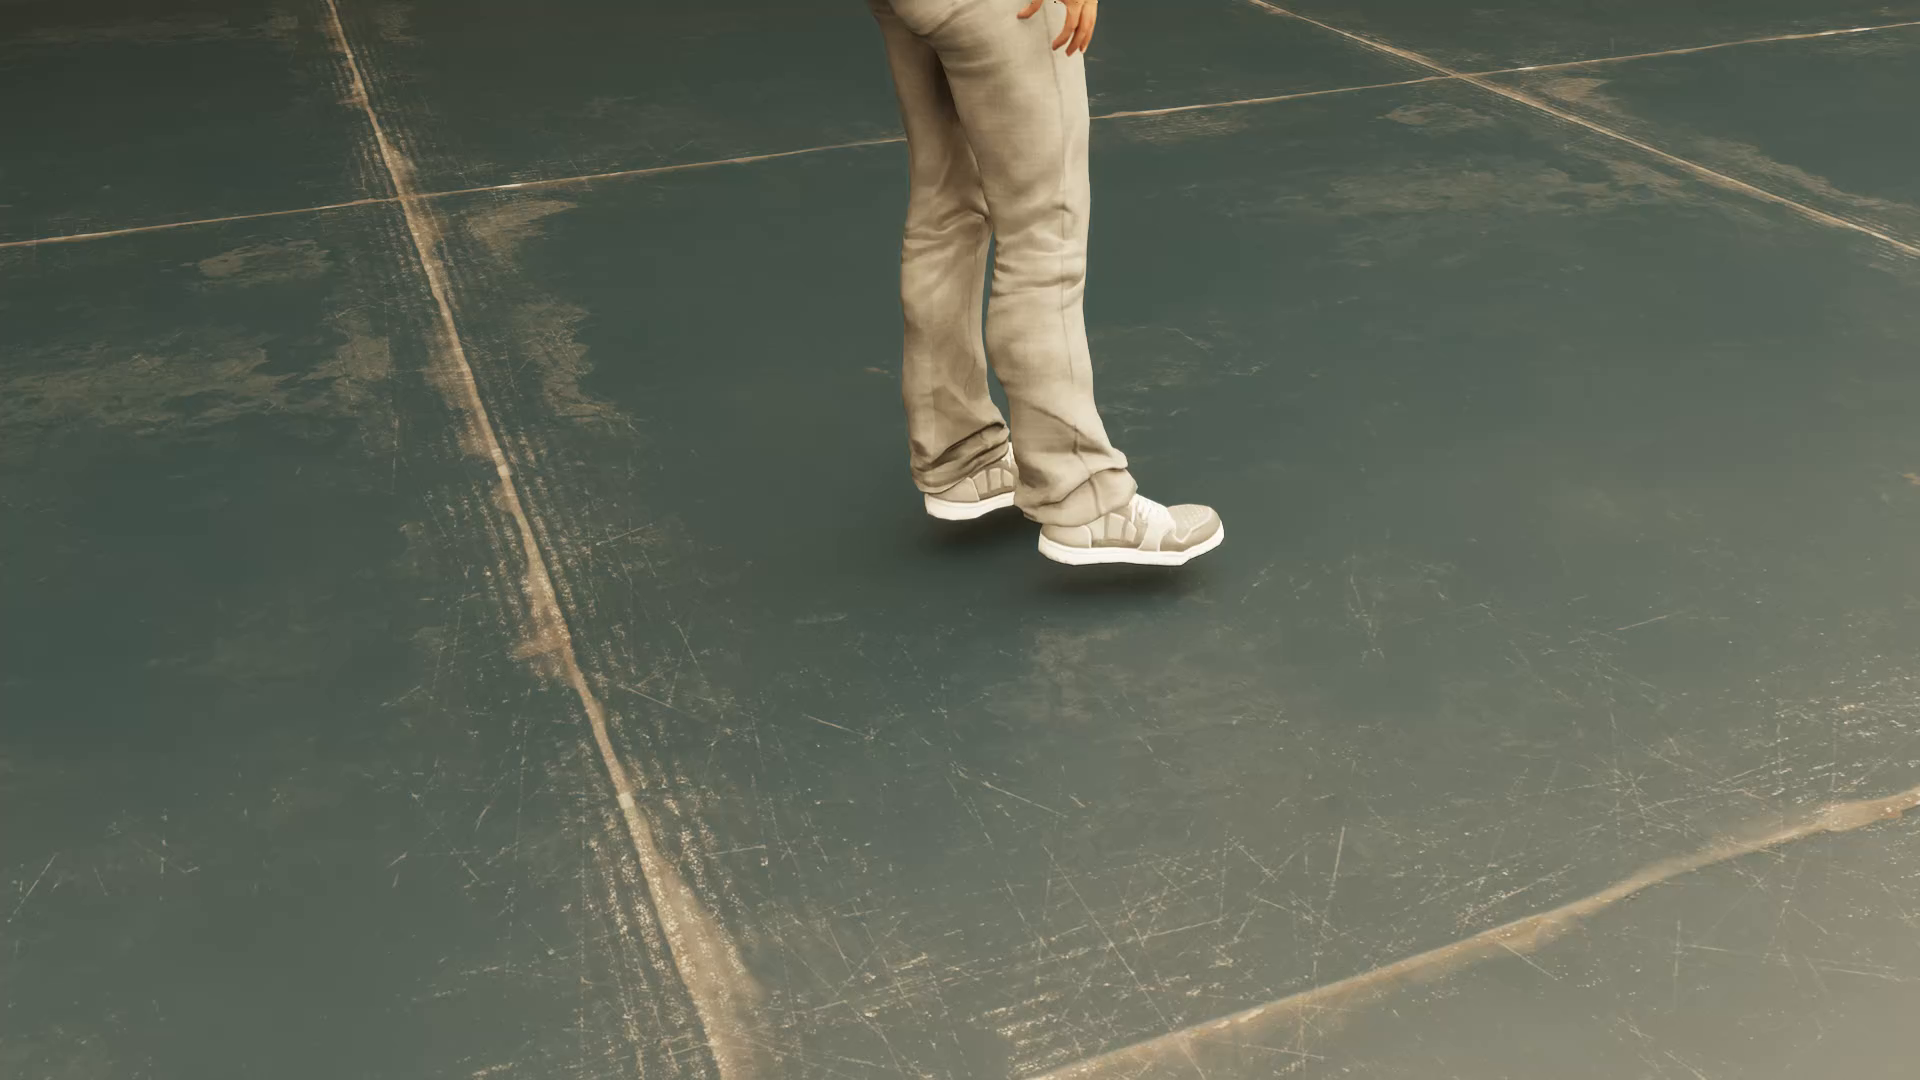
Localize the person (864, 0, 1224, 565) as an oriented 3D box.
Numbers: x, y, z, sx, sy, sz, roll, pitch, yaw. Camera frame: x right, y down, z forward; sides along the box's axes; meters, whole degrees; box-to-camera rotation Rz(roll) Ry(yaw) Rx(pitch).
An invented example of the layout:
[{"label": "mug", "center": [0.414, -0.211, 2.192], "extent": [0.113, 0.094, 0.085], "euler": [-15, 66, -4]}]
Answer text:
[{"label": "person", "center": [0.074, -0.743, 2.094], "extent": [0.472, 1.599, 0.520], "euler": [-11, 32, -19]}]
